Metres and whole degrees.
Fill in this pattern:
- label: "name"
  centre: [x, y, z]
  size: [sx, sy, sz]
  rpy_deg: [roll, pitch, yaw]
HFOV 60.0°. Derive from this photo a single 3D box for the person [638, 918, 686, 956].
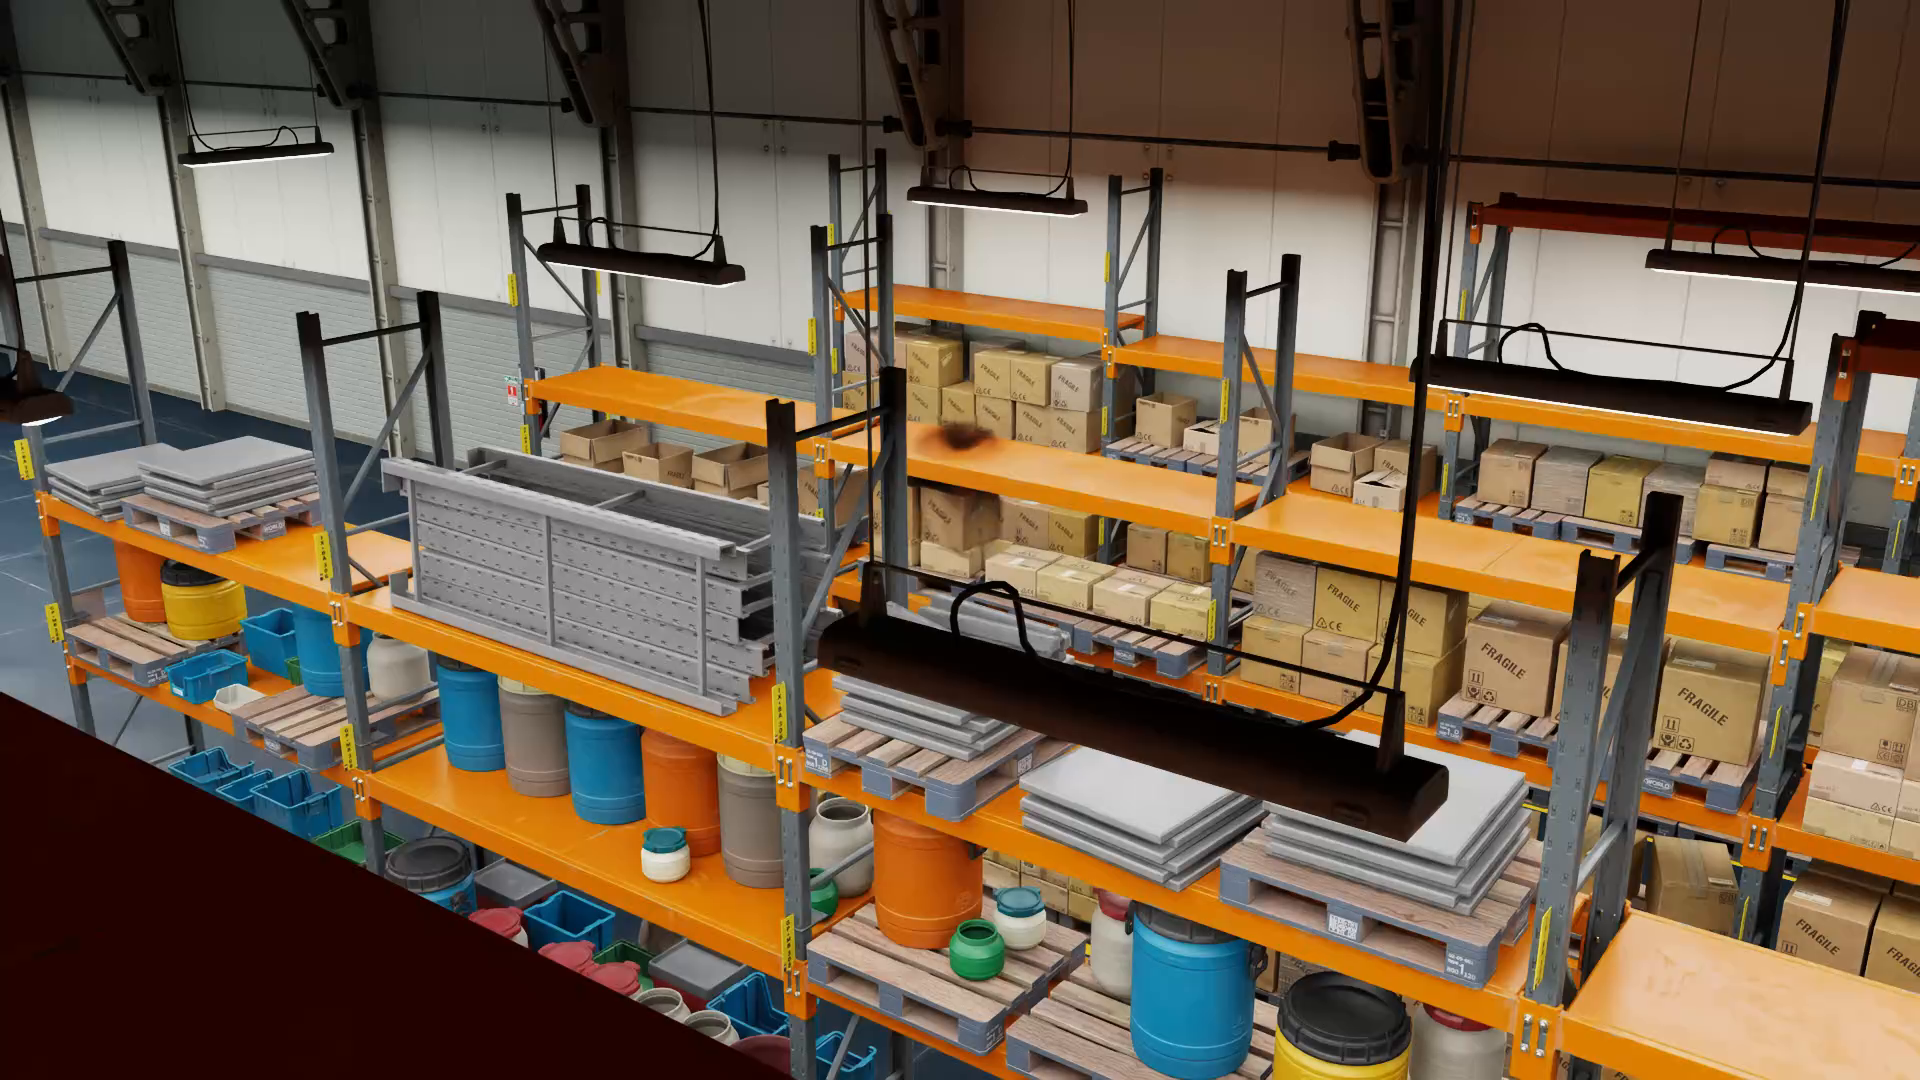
- label: "person"
  centre: [-2.197, 3.279, 12.838]
  size: [0.471, 1.553, 0.637]
  rpy_deg: [-11, 22, -30]
